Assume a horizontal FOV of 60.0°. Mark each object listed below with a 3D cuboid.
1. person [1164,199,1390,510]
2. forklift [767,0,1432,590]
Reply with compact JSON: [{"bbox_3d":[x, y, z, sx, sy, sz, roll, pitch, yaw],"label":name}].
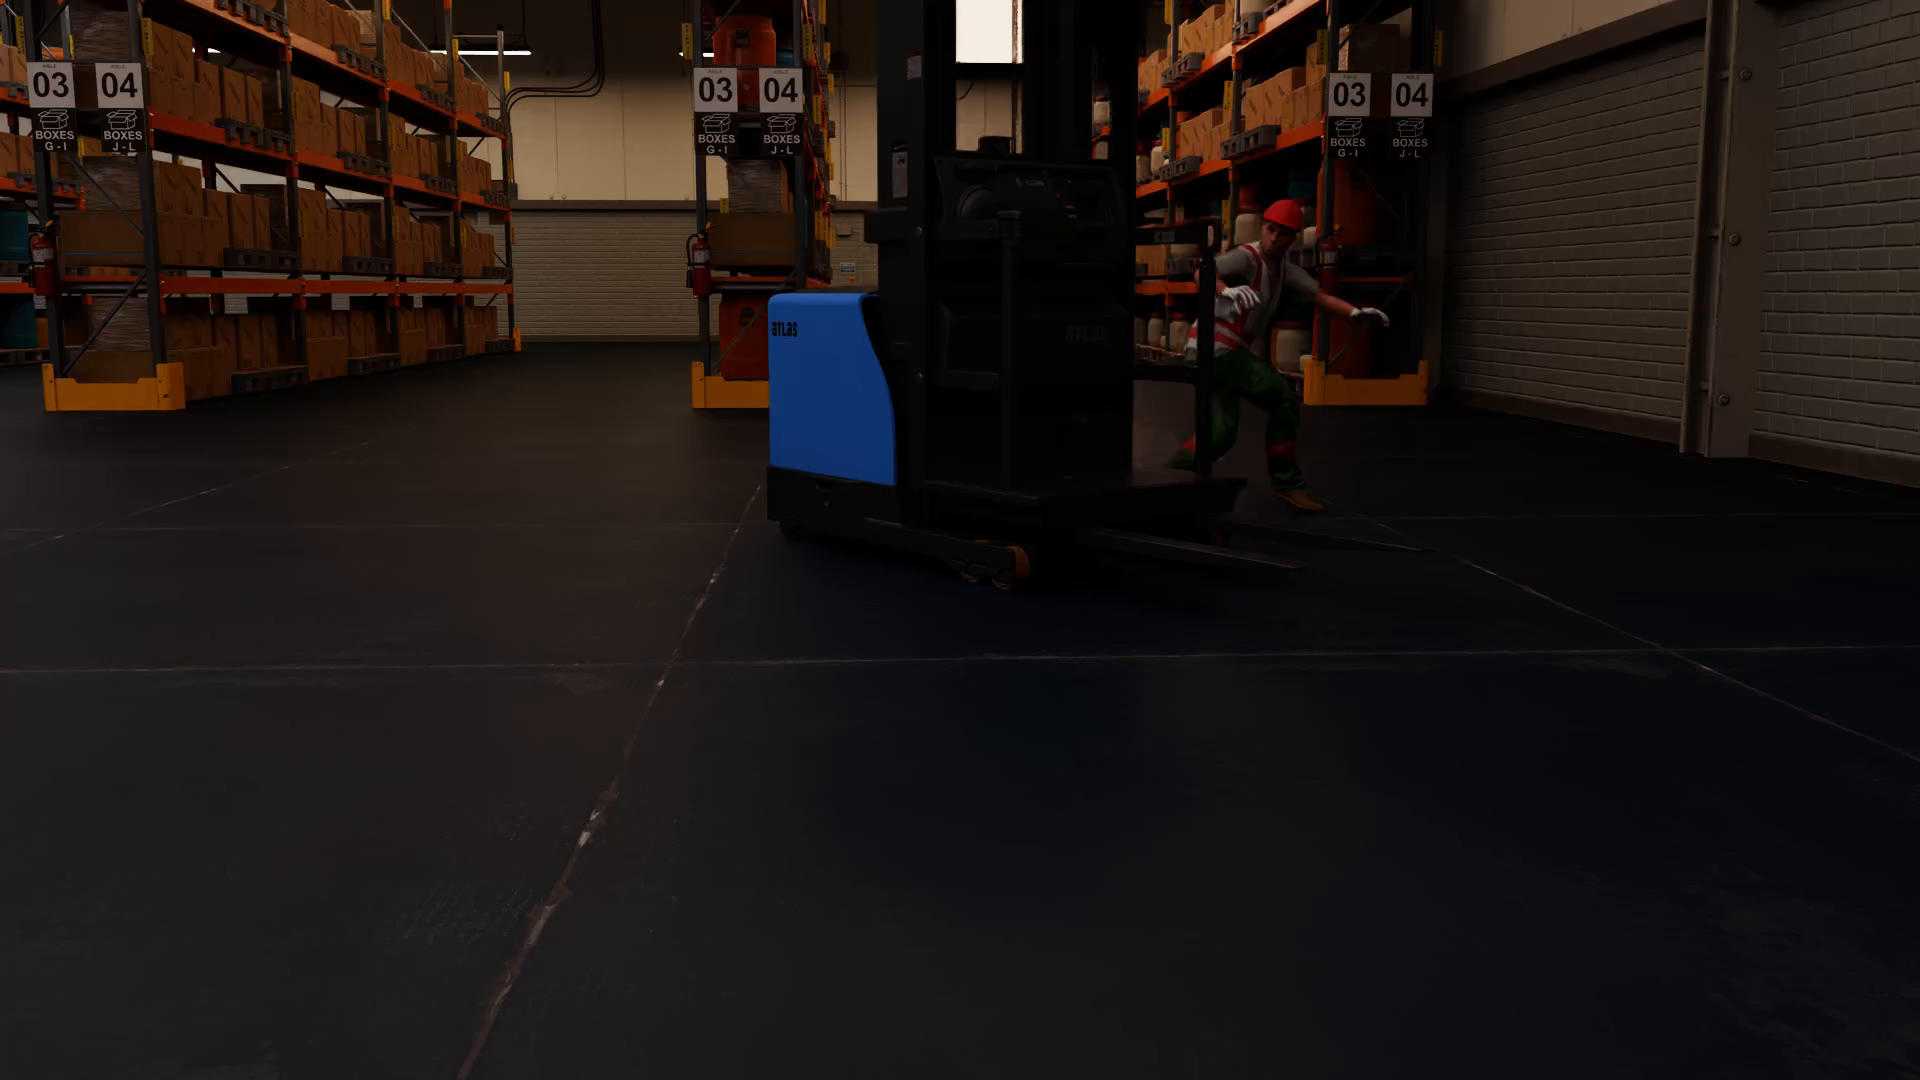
[{"bbox_3d":[1.517,-0.874,8.085,1.112,1.554,0.938,2,9,12],"label":"person"},{"bbox_3d":[0.417,-1.348,6.408,1.130,2.935,3.031,-6,10,-36],"label":"forklift"}]
